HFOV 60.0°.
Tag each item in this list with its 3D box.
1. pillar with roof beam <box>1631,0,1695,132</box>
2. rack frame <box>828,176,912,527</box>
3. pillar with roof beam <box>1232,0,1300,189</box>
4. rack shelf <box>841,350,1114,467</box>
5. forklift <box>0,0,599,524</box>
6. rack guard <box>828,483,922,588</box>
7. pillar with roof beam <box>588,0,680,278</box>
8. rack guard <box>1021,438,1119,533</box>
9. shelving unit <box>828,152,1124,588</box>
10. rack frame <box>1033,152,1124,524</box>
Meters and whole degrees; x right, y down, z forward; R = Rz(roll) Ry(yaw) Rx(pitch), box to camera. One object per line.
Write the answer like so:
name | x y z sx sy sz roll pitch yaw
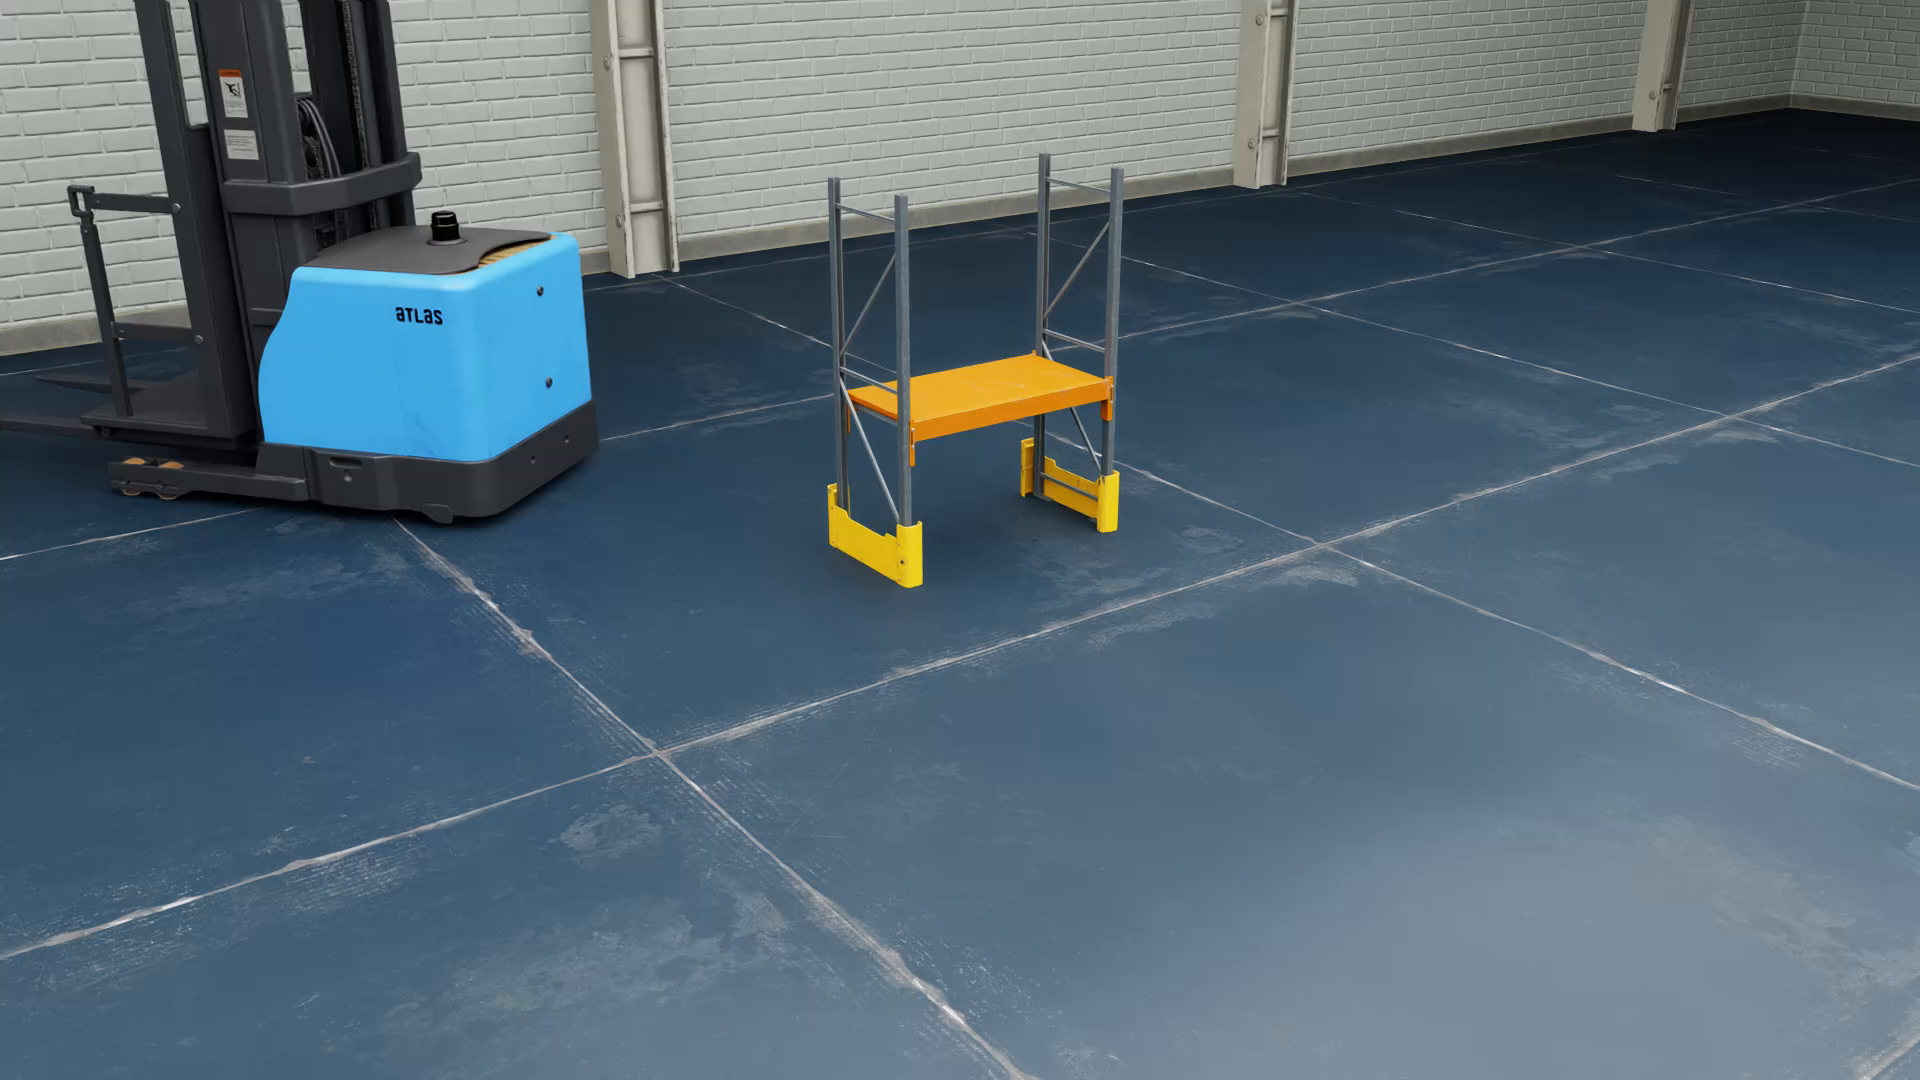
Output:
pillar with roof beam | 10.053 -7.361 13.202 0.400 9.000 9.100 -15 26 -33
rack frame | -0.343 -0.605 6.389 0.032 1.500 0.500 -15 26 -33
pillar with roof beam | 5.183 -6.063 9.948 0.400 9.000 9.100 -15 26 -33
rack shelf | 0.069 -0.548 6.731 1.000 0.185 0.538 -15 26 -33
forklift | -3.266 -1.718 7.248 3.031 2.935 1.130 6 23 15
rack guard | -0.342 -0.025 6.621 0.087 0.250 0.587 -15 26 -33
pillar with roof beam | 0.312 -4.764 6.693 0.400 9.000 9.100 -15 26 -33
rack guard | 0.466 -0.240 7.162 0.087 0.250 0.587 -15 26 -33
shelving unit | 0.062 -0.713 6.660 1.083 1.500 0.587 -15 26 -33
rack frame | 0.482 -0.825 6.940 0.032 1.500 0.500 -15 26 -33
